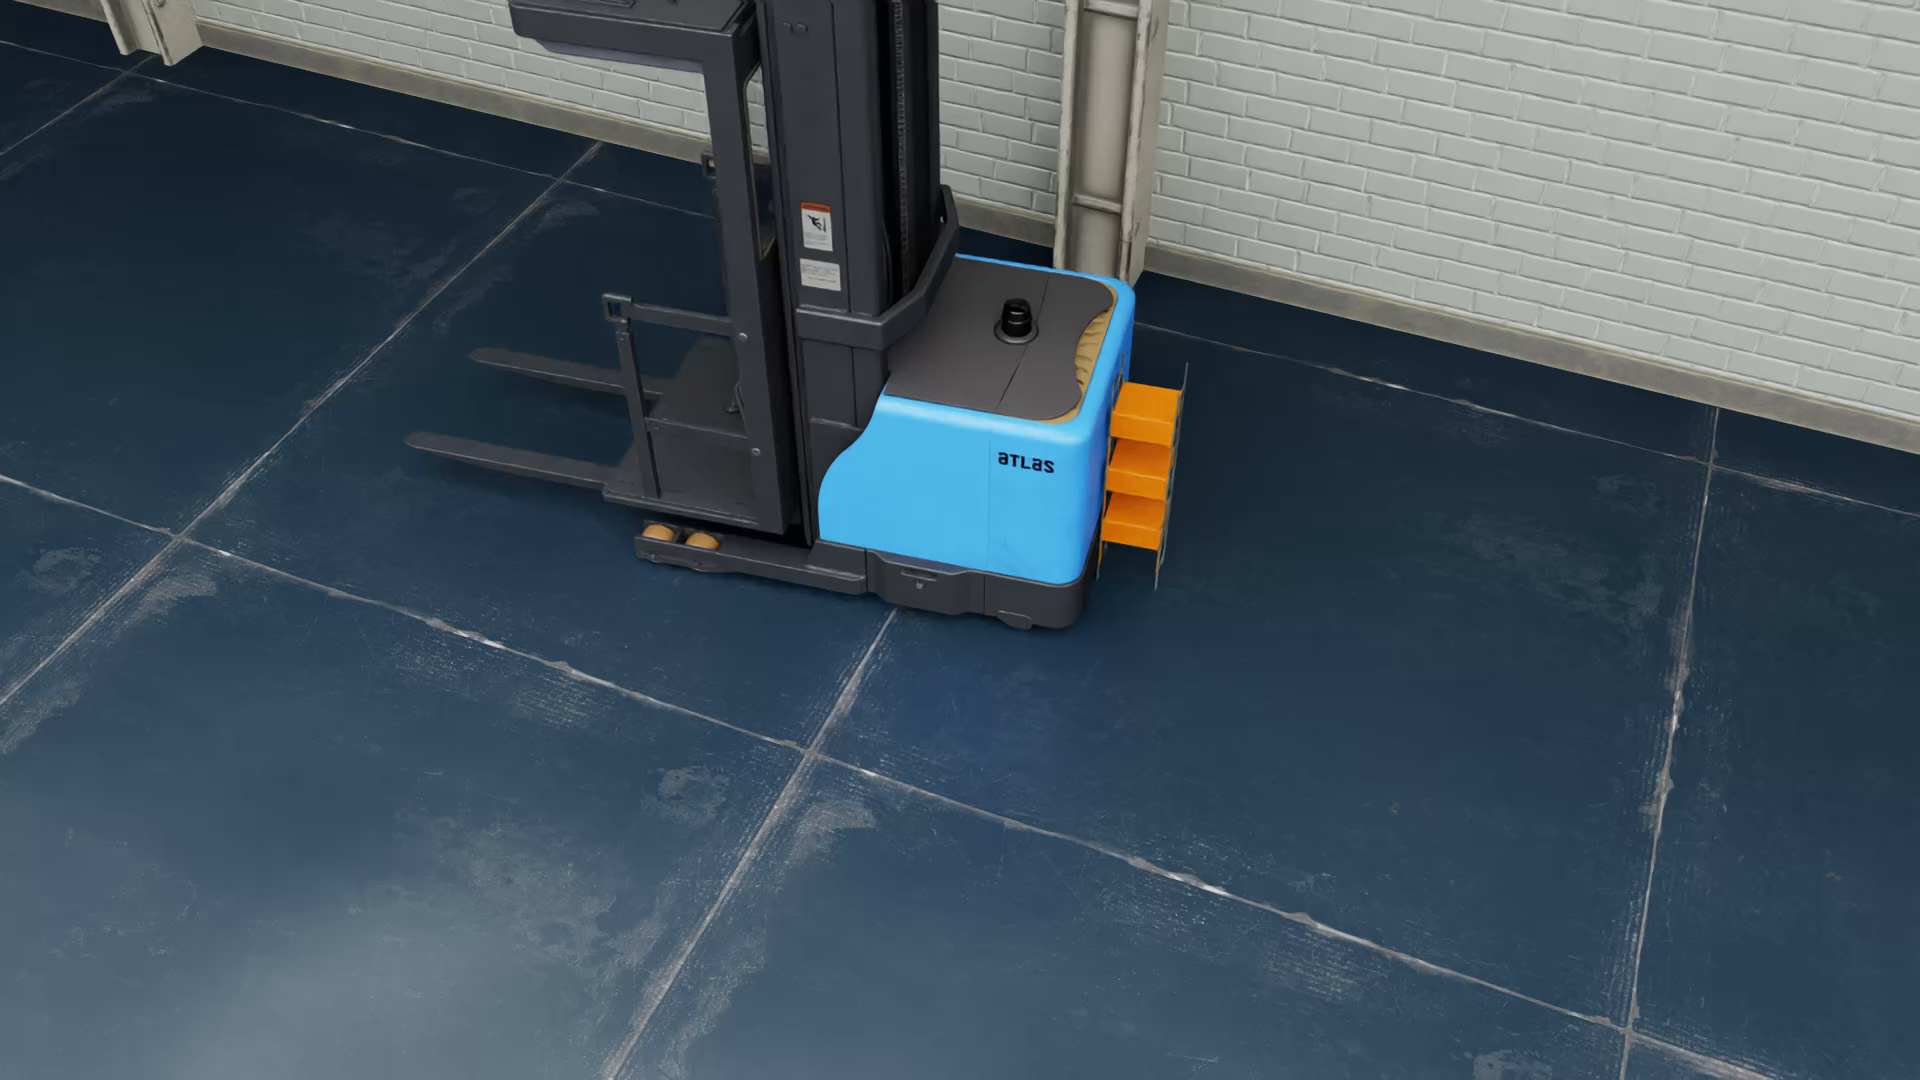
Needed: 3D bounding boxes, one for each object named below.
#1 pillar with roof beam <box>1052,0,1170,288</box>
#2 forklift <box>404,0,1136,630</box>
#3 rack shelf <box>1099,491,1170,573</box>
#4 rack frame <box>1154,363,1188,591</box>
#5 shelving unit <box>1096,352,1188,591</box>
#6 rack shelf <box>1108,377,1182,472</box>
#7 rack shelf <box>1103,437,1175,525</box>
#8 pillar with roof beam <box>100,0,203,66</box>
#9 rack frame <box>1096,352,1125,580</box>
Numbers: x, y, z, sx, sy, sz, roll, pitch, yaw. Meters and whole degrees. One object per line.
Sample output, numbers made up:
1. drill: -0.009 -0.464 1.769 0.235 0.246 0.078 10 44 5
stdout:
1. pillar with roof beam: -0.953 -1.743 2.461 0.400 9.000 9.100 16 47 16
2. forklift: -0.864 -1.254 6.271 3.031 2.935 1.130 11 46 11
3. rack shelf: 0.715 -0.046 6.800 0.240 0.259 0.215 11 46 11
4. rack frame: 0.832 -0.228 6.574 0.008 1.050 0.200 11 46 11
5. shelving unit: 0.715 -0.251 6.597 0.252 1.050 0.215 11 46 11
6. rack shelf: 0.715 -0.444 6.404 0.240 0.259 0.215 11 46 11
7. rack shelf: 0.715 -0.243 6.604 0.240 0.259 0.215 11 46 11
8. pillar with roof beam: -6.491 -3.372 4.098 0.400 9.000 9.100 16 47 16
9. rack frame: 0.597 -0.273 6.619 0.008 1.050 0.200 11 46 11
